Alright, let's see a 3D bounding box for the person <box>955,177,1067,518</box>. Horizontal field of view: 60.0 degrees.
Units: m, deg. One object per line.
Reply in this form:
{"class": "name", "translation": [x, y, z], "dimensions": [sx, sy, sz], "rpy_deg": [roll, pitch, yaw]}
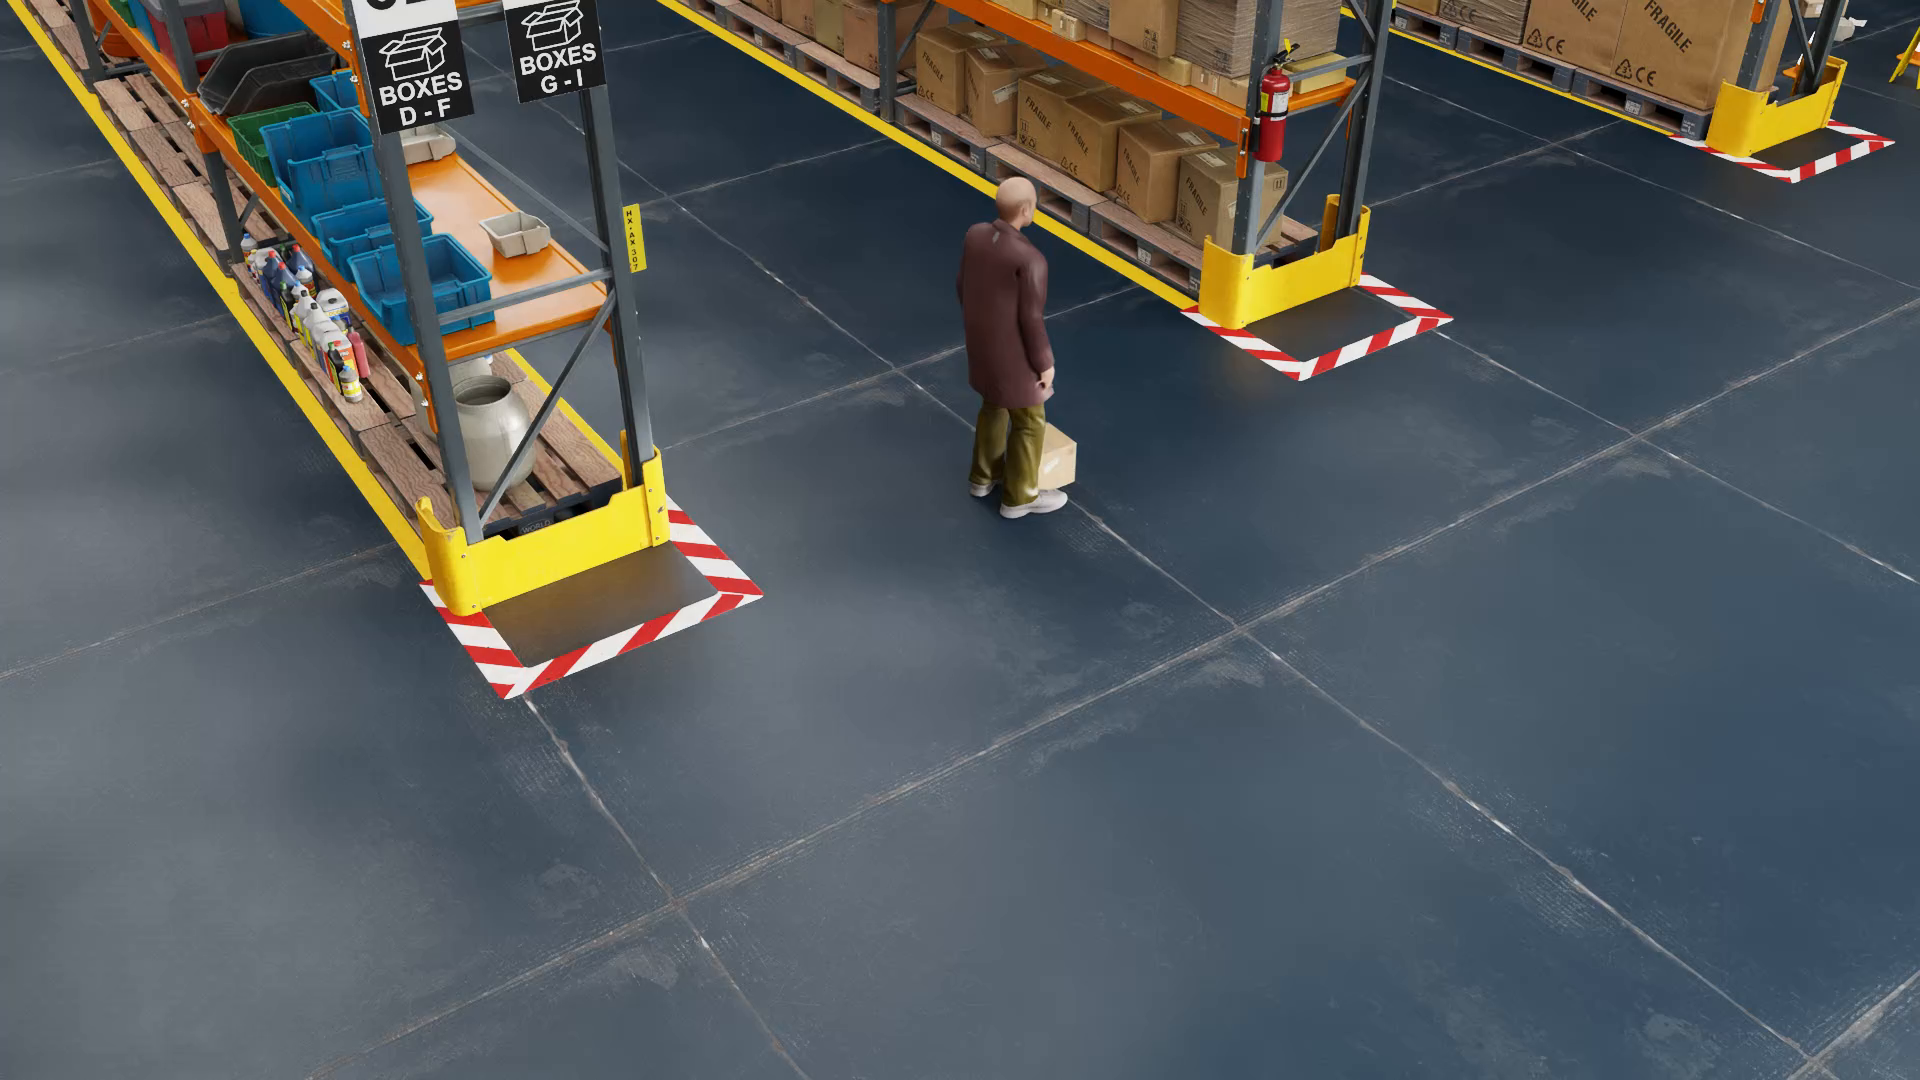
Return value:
{"class": "person", "translation": [0.242, -0.964, 8.351], "dimensions": [0.429, 1.772, 0.643], "rpy_deg": [-24, 42, -30]}
